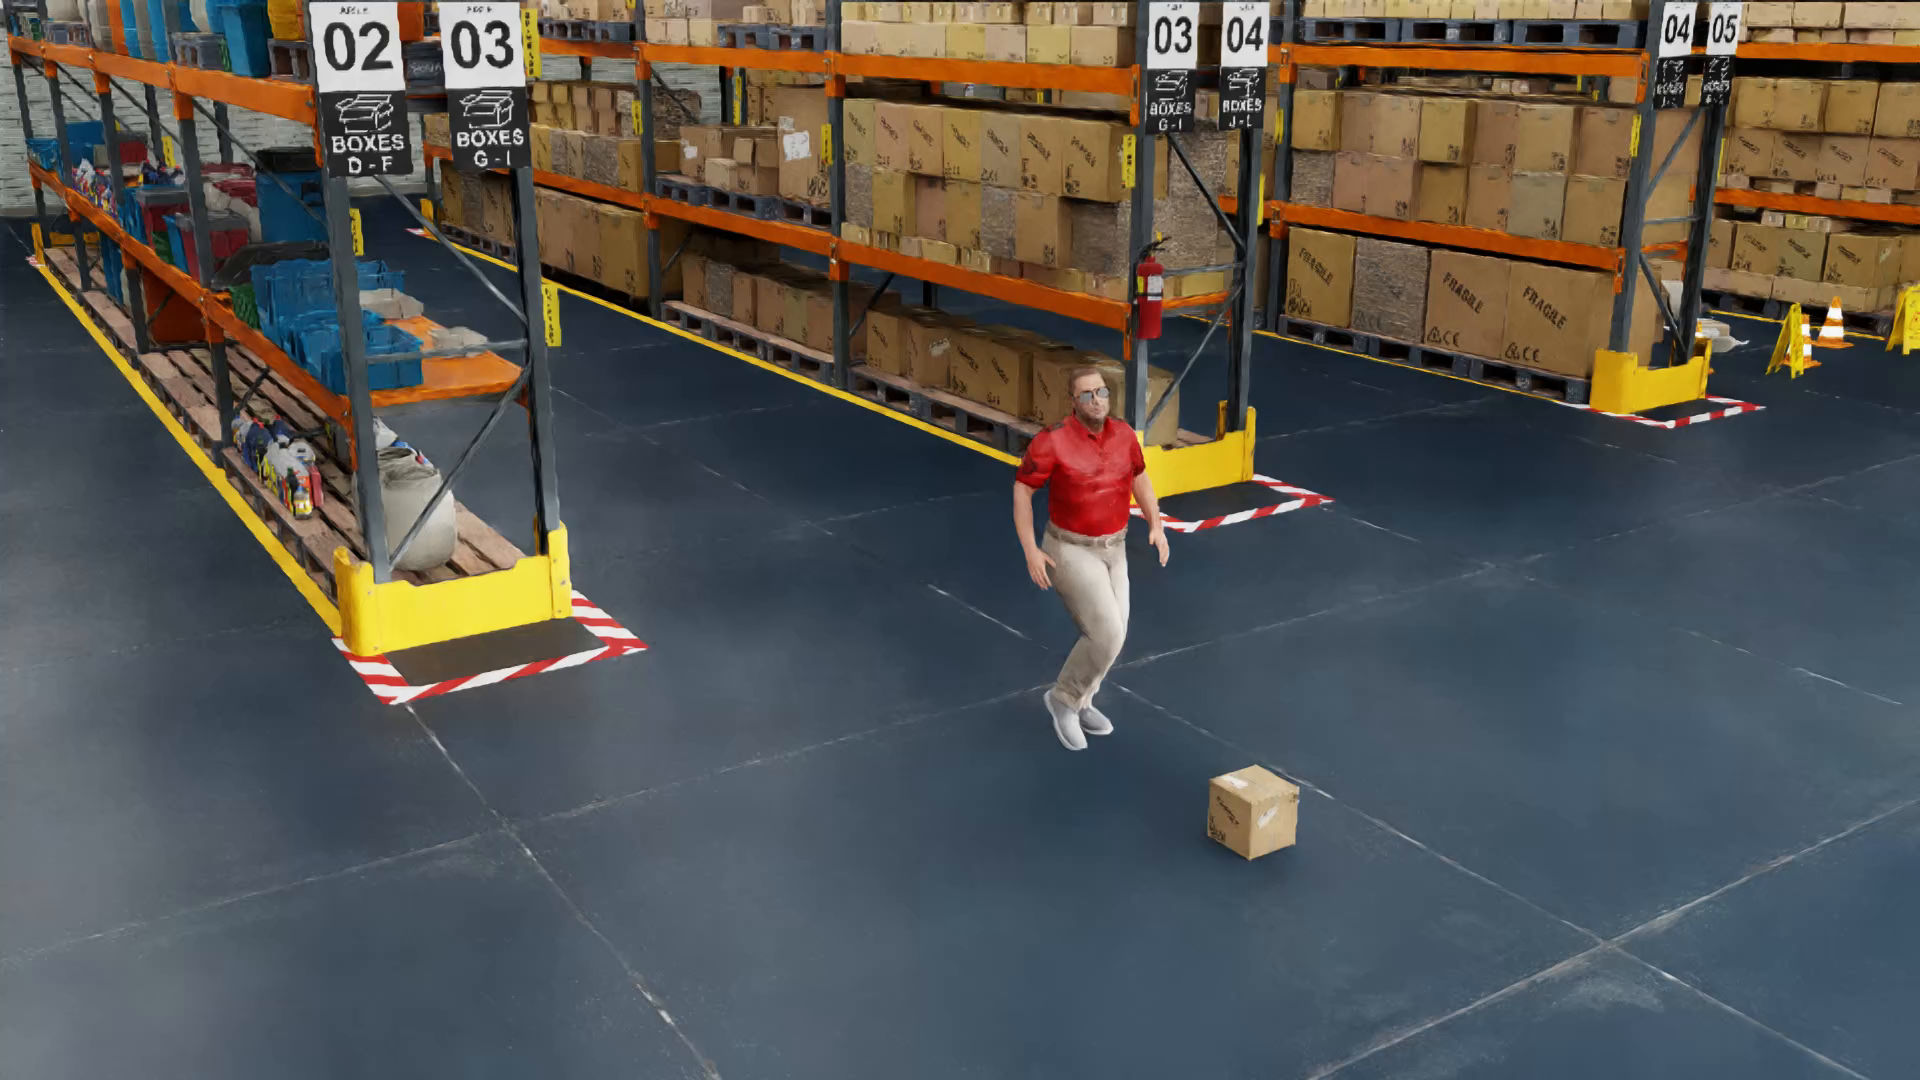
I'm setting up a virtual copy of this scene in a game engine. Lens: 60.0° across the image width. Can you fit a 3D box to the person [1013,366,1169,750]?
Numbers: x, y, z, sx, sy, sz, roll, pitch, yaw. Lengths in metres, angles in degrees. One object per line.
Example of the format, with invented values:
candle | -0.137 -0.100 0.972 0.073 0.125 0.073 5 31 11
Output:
person | 0.606 0.084 7.419 0.692 1.725 0.532 -16 24 -40
